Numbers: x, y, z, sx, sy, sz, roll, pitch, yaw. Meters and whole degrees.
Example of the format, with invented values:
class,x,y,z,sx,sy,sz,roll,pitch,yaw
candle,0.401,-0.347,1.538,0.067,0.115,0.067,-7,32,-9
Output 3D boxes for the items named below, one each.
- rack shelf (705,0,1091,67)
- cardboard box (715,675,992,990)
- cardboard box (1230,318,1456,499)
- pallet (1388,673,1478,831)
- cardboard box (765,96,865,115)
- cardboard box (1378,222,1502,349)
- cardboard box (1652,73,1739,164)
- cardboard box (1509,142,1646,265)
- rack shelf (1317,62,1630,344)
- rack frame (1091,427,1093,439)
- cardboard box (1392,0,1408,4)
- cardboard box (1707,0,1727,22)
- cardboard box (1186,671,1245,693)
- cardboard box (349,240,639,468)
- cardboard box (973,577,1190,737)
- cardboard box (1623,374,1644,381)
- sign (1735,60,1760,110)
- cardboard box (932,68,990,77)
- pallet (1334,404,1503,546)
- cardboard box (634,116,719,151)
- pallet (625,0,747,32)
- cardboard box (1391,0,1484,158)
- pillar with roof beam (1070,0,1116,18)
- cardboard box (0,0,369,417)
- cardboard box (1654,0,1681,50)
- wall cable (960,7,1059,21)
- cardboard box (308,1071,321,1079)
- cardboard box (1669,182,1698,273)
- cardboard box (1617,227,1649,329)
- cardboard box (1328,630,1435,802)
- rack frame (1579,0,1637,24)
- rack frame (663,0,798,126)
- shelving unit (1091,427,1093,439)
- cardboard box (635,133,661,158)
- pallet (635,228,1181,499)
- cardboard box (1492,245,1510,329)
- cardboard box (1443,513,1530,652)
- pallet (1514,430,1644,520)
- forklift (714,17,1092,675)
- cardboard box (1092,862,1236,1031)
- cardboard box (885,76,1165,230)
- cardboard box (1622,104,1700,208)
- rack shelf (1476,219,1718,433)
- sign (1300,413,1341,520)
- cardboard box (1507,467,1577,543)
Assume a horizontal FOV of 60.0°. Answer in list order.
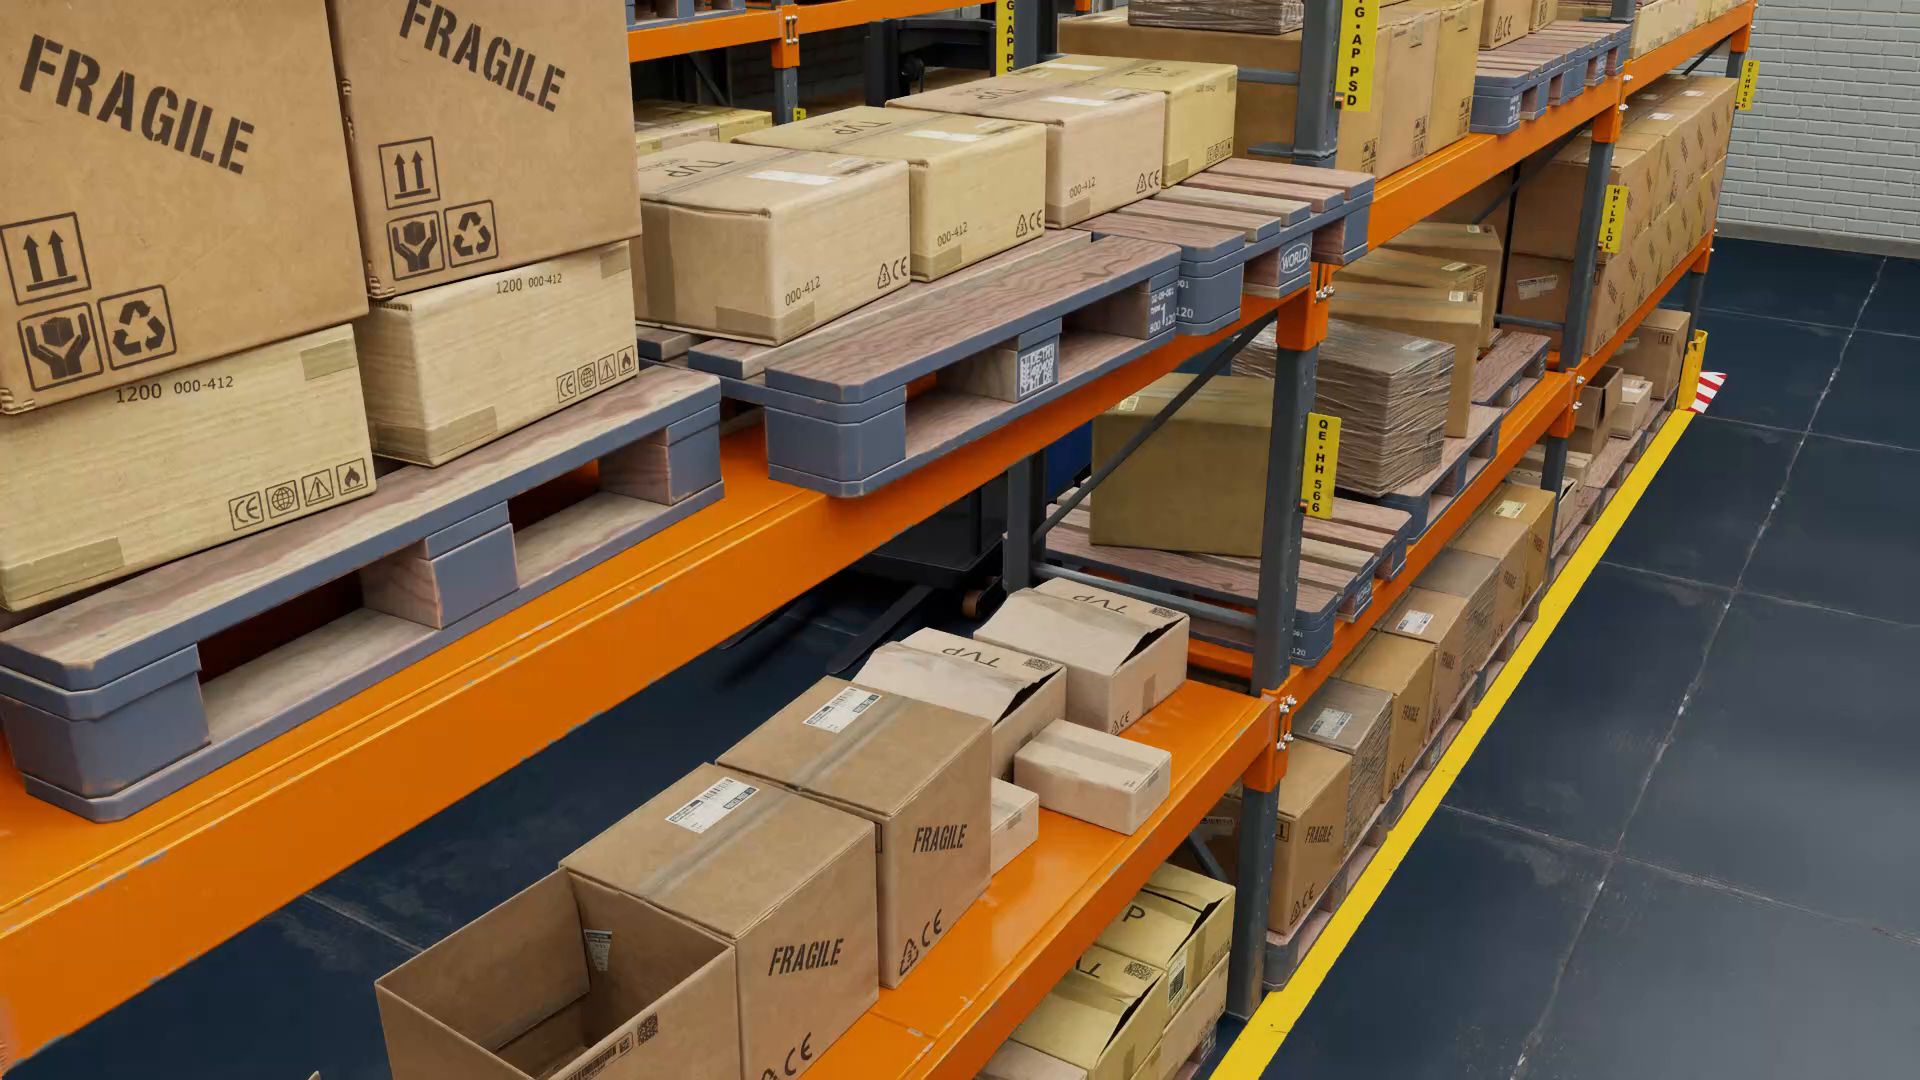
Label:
class,x,y,z,sx,sy,sz,roll,pitch,yaw
rack shelf,-0.430,-3.914,12.146,1.077,0.370,4.000,14,27,29
cardboard box,-0.255,0.718,4.190,0.500,0.500,0.500,12,26,26
cardboard box,1.497,-0.550,6.589,0.700,0.500,0.500,20,31,39
pallet,1.686,0.819,7.592,1.003,0.211,1.213,14,27,29
cardboard box,-0.795,-2.756,11.962,0.980,0.700,0.700,13,27,28
cardboard box,2.286,-1.282,8.281,0.700,0.500,0.500,5,24,11
cardboard box,4.835,-2.803,11.065,0.500,0.500,0.500,14,27,29
cardboard box,3.213,-1.761,8.658,0.500,0.500,0.500,15,27,30
rack shelf,1.671,-1.528,6.633,1.077,0.370,4.000,14,27,29
rack frame,0.745,-1.236,11.188,0.500,1.125,0.032,10,25,22
cardboard box,1.389,-2.178,5.844,0.500,0.500,0.500,14,27,29
cardboard box,4.263,-3.247,9.889,0.500,0.250,0.500,14,27,29
cardboard box,0.936,0.410,6.675,0.500,0.250,0.500,15,28,31
cardboard box,-0.874,-0.348,2.664,0.500,0.250,0.500,11,26,24
cardboard box,0.387,0.348,5.282,0.500,0.311,0.500,16,28,32
cardboard box,4.468,-1.055,11.424,0.380,0.166,0.250,14,27,29
sign,5.297,-3.060,11.186,0.100,0.325,0.005,14,27,29
cardboard box,0.365,-3.506,13.696,0.980,0.700,0.700,15,28,31
pallet,1.638,-0.375,7.083,1.003,0.211,1.213,14,27,29
cardboard box,-1.792,-2.347,9.926,0.500,0.250,0.500,15,27,30
pallet,-1.926,-3.162,9.743,0.805,0.209,1.217,13,26,27
cardboard box,1.361,-1.730,6.070,0.910,0.500,0.500,14,27,29
pillar with roof beam,4.972,-6.486,13.407,9.100,9.000,0.400,14,27,29
cardboard box,-1.135,-0.501,2.071,0.500,0.500,0.500,14,27,30
cardboard box,3.460,-2.744,8.726,0.500,0.250,0.500,14,27,29
wall cable,0.497,-4.640,15.413,0.084,1.984,1.851,14,27,29
cardboard box,-1.186,1.270,3.209,0.396,0.266,0.258,13,27,28
cardboard box,4.292,-2.001,10.470,0.500,0.500,0.500,14,27,29
cardboard box,3.494,-1.490,9.291,0.500,0.500,0.500,14,27,30
cardboard box,1.639,0.699,6.952,0.500,0.500,0.500,13,27,28
rack frame,2.726,-3.909,7.453,1.000,3.000,0.127,14,27,29
rack frame,-1.485,-2.193,11.040,1.000,3.000,0.127,14,27,29
shelving unit,0.535,-1.052,10.764,0.538,1.125,1.048,10,25,22
cardboard box,-2.061,-2.175,9.528,0.500,0.250,0.500,14,27,30
pallet,-0.254,-0.470,3.522,1.003,0.211,1.213,15,28,31
cardboard box,2.771,-1.425,9.139,0.500,0.500,0.500,14,27,30
cardboard box,2.441,0.181,8.149,0.500,0.500,0.500,14,27,29
pallet,3.732,-0.521,10.689,1.003,0.211,1.213,14,27,29
forklift,-0.258,-1.118,8.644,1.130,2.935,3.031,10,25,22
cardboard box,0.549,1.234,5.350,0.500,0.311,0.500,15,27,30
cardboard box,0.163,-0.961,4.078,0.500,0.250,0.500,15,27,30
cardboard box,4.028,-2.283,9.864,0.500,0.500,0.500,15,27,31
rack shelf,3.781,-1.501,10.347,1.077,0.370,4.000,14,27,29
sign,1.089,-0.222,5.030,0.100,0.325,0.005,14,27,29
cardboard box,3.131,-0.220,9.314,0.500,0.311,0.500,14,27,29
